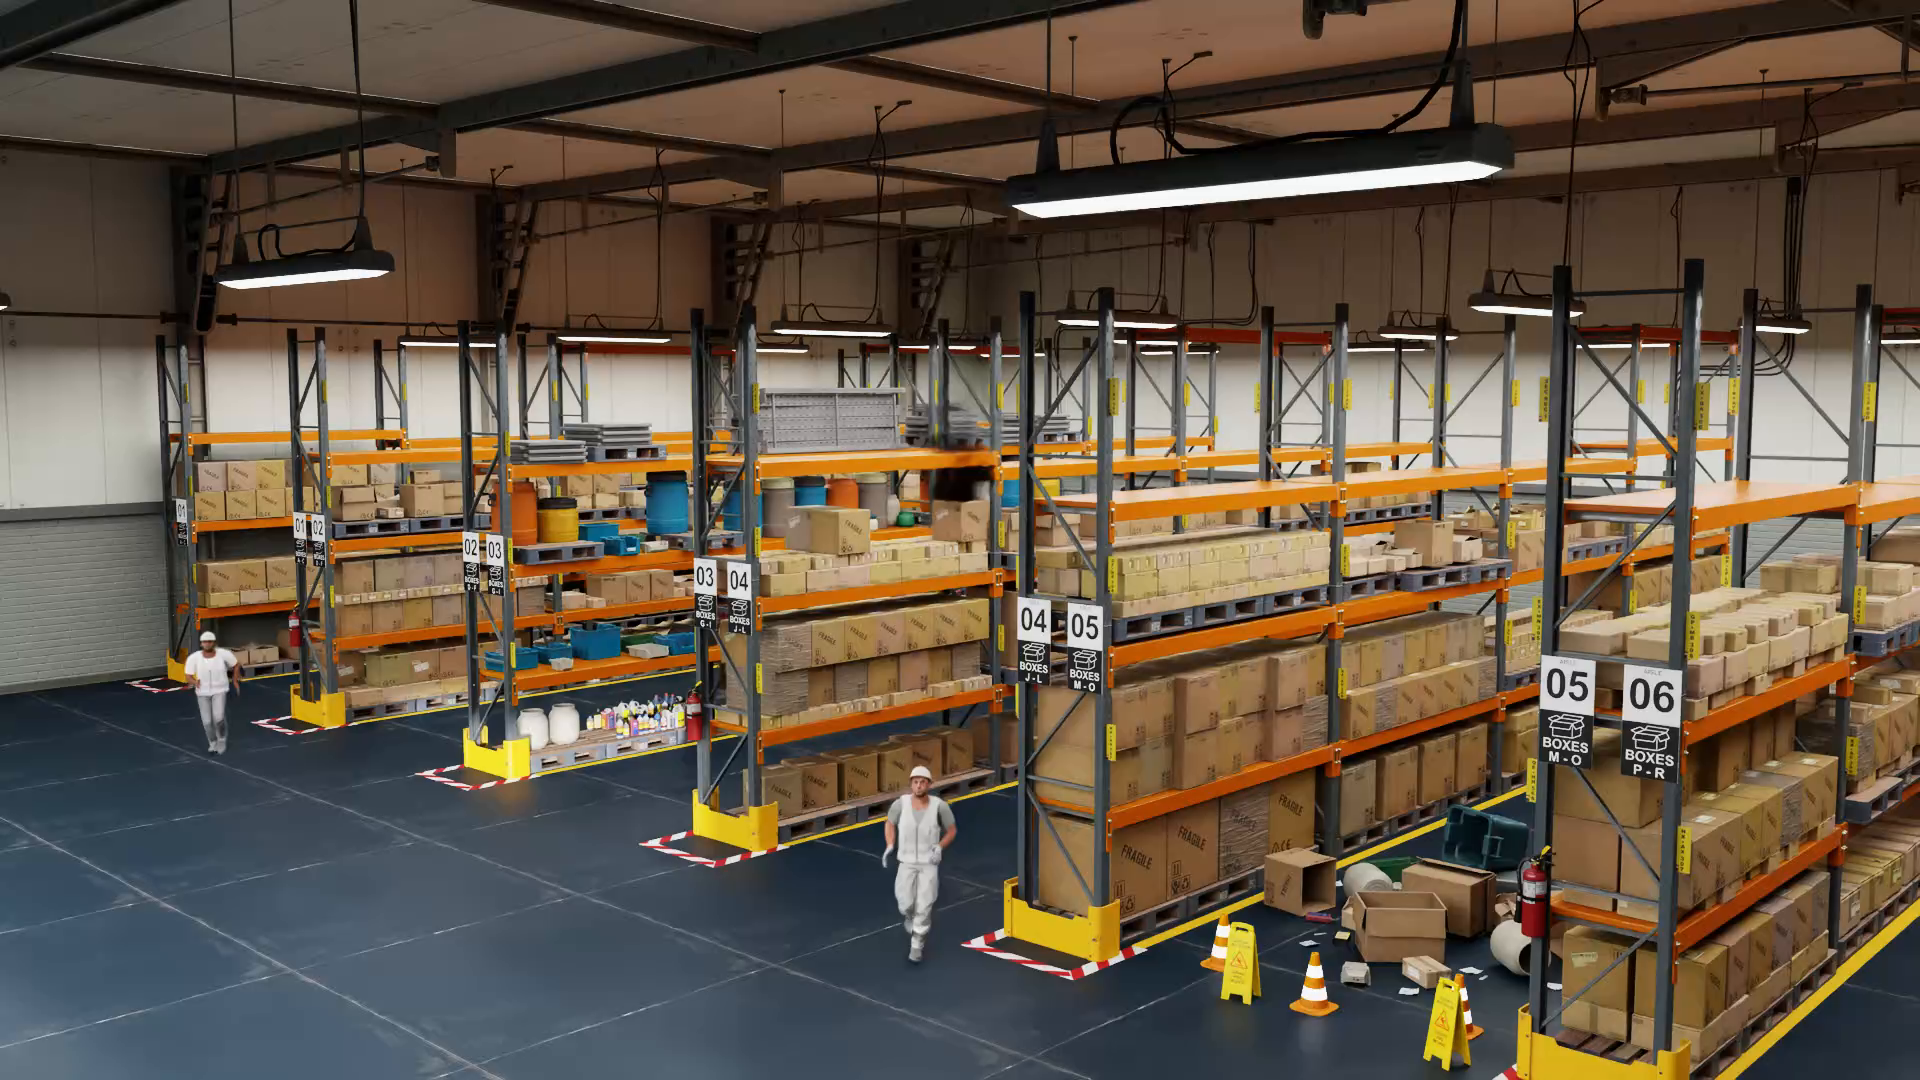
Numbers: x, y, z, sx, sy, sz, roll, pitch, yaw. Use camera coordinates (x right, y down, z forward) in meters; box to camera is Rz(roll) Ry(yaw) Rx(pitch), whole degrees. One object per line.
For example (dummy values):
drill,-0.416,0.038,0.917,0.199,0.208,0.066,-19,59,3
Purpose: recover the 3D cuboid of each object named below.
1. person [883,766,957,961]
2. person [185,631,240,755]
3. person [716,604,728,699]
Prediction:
person,-0.362,2.900,15.014,0.658,1.744,0.607,0,5,5
person,-10.364,2.126,23.045,0.674,1.736,0.756,-2,6,-17
person,-3.842,1.697,27.606,0.684,1.843,0.862,5,7,41
